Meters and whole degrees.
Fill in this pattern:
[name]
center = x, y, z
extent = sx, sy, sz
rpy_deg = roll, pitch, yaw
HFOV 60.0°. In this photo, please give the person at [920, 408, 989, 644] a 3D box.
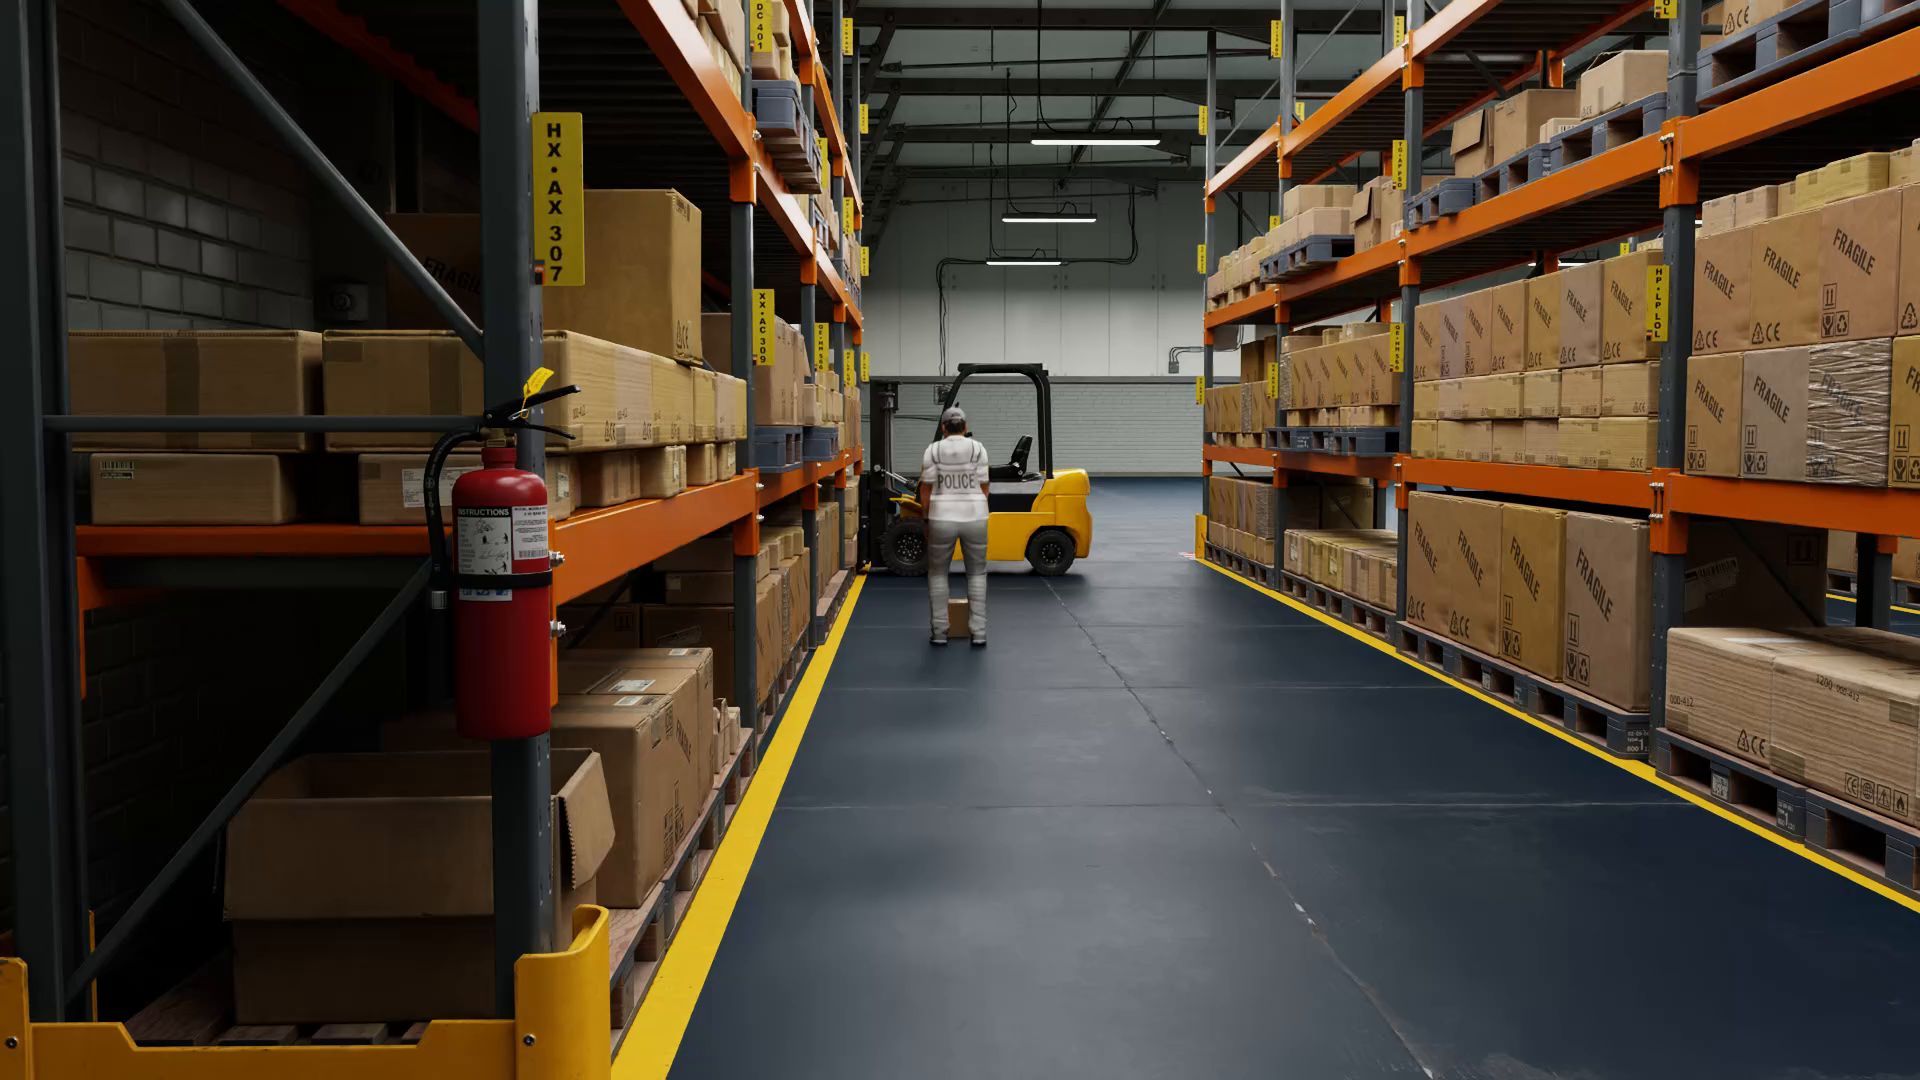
[person]
center = -0.039, -0.090, 11.559
extent = 0.480, 1.649, 0.418
rpy_deg = 0, 4, -2
